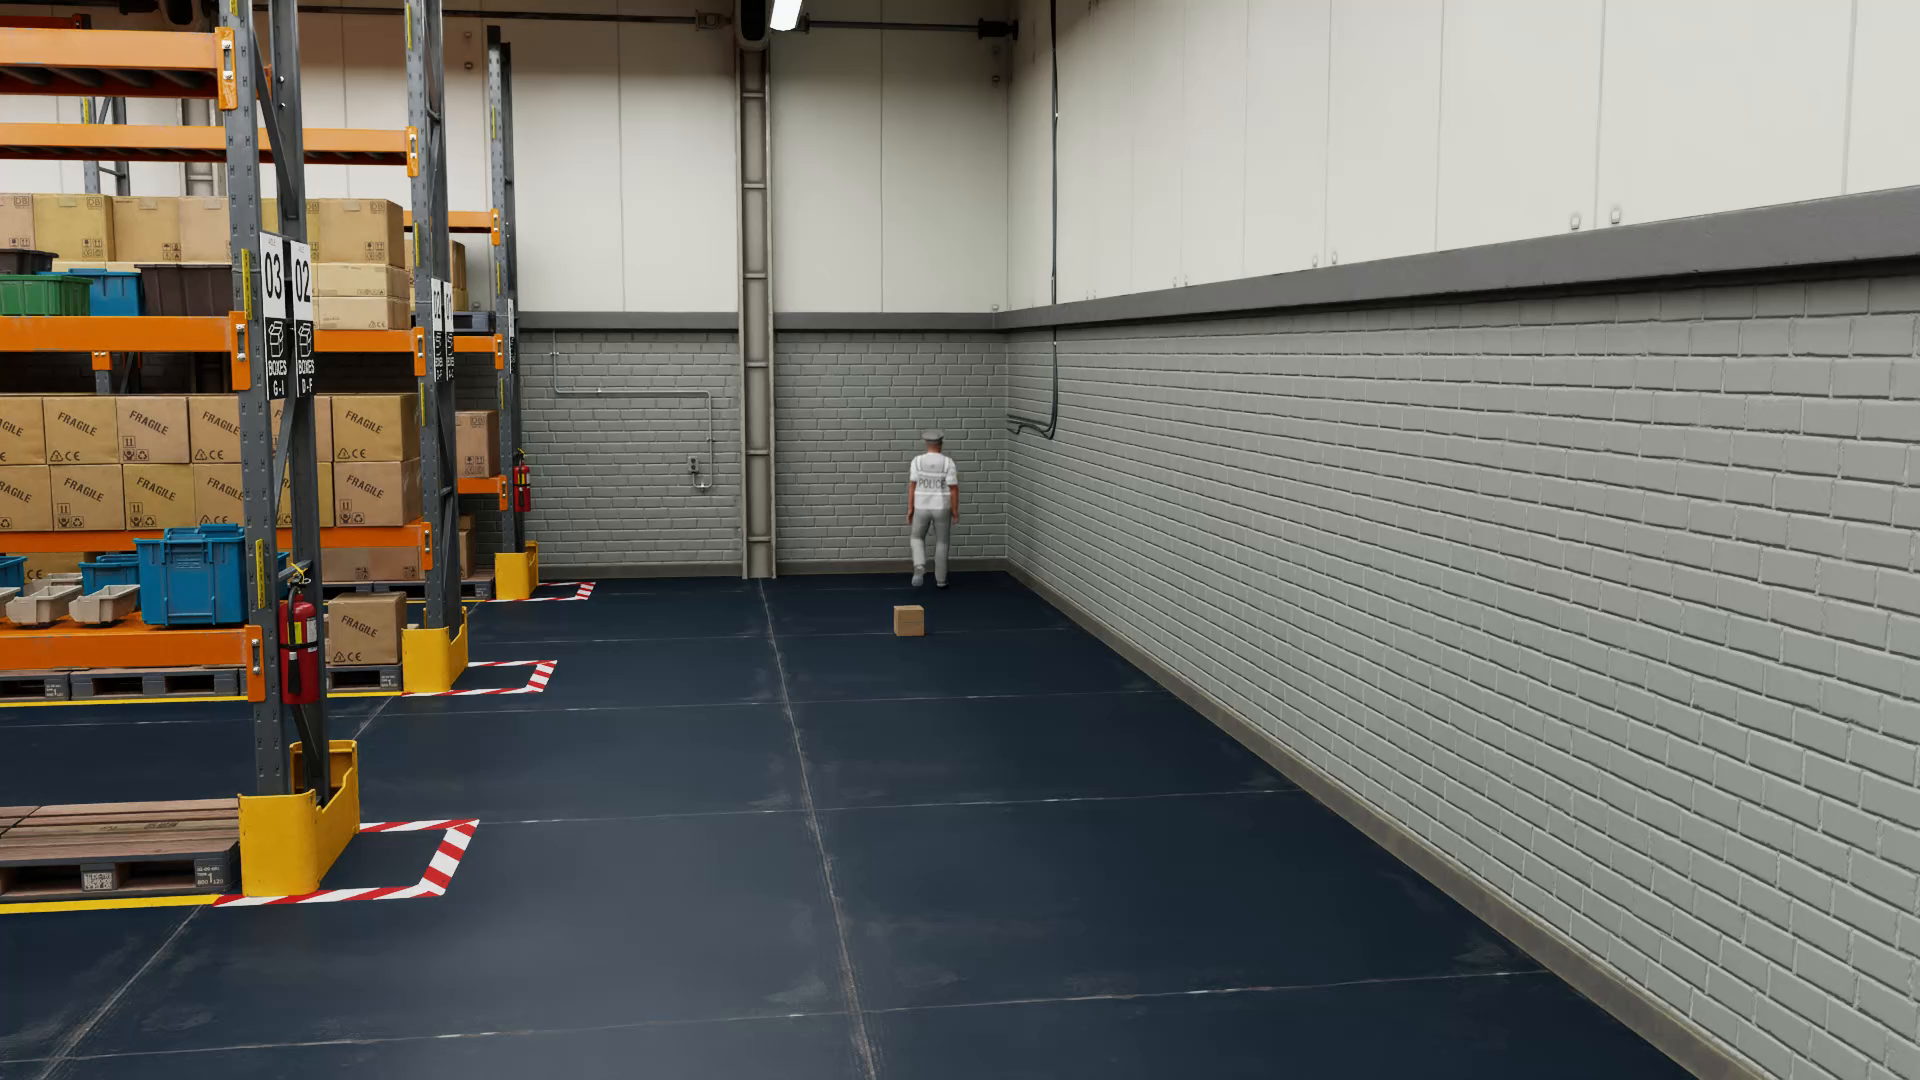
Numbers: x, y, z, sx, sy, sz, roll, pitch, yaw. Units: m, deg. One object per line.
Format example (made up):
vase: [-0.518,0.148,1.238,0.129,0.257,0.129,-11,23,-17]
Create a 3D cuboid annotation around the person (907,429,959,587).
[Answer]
person: [-0.298,-0.349,18.494,0.579,1.764,0.619,0,6,2]
